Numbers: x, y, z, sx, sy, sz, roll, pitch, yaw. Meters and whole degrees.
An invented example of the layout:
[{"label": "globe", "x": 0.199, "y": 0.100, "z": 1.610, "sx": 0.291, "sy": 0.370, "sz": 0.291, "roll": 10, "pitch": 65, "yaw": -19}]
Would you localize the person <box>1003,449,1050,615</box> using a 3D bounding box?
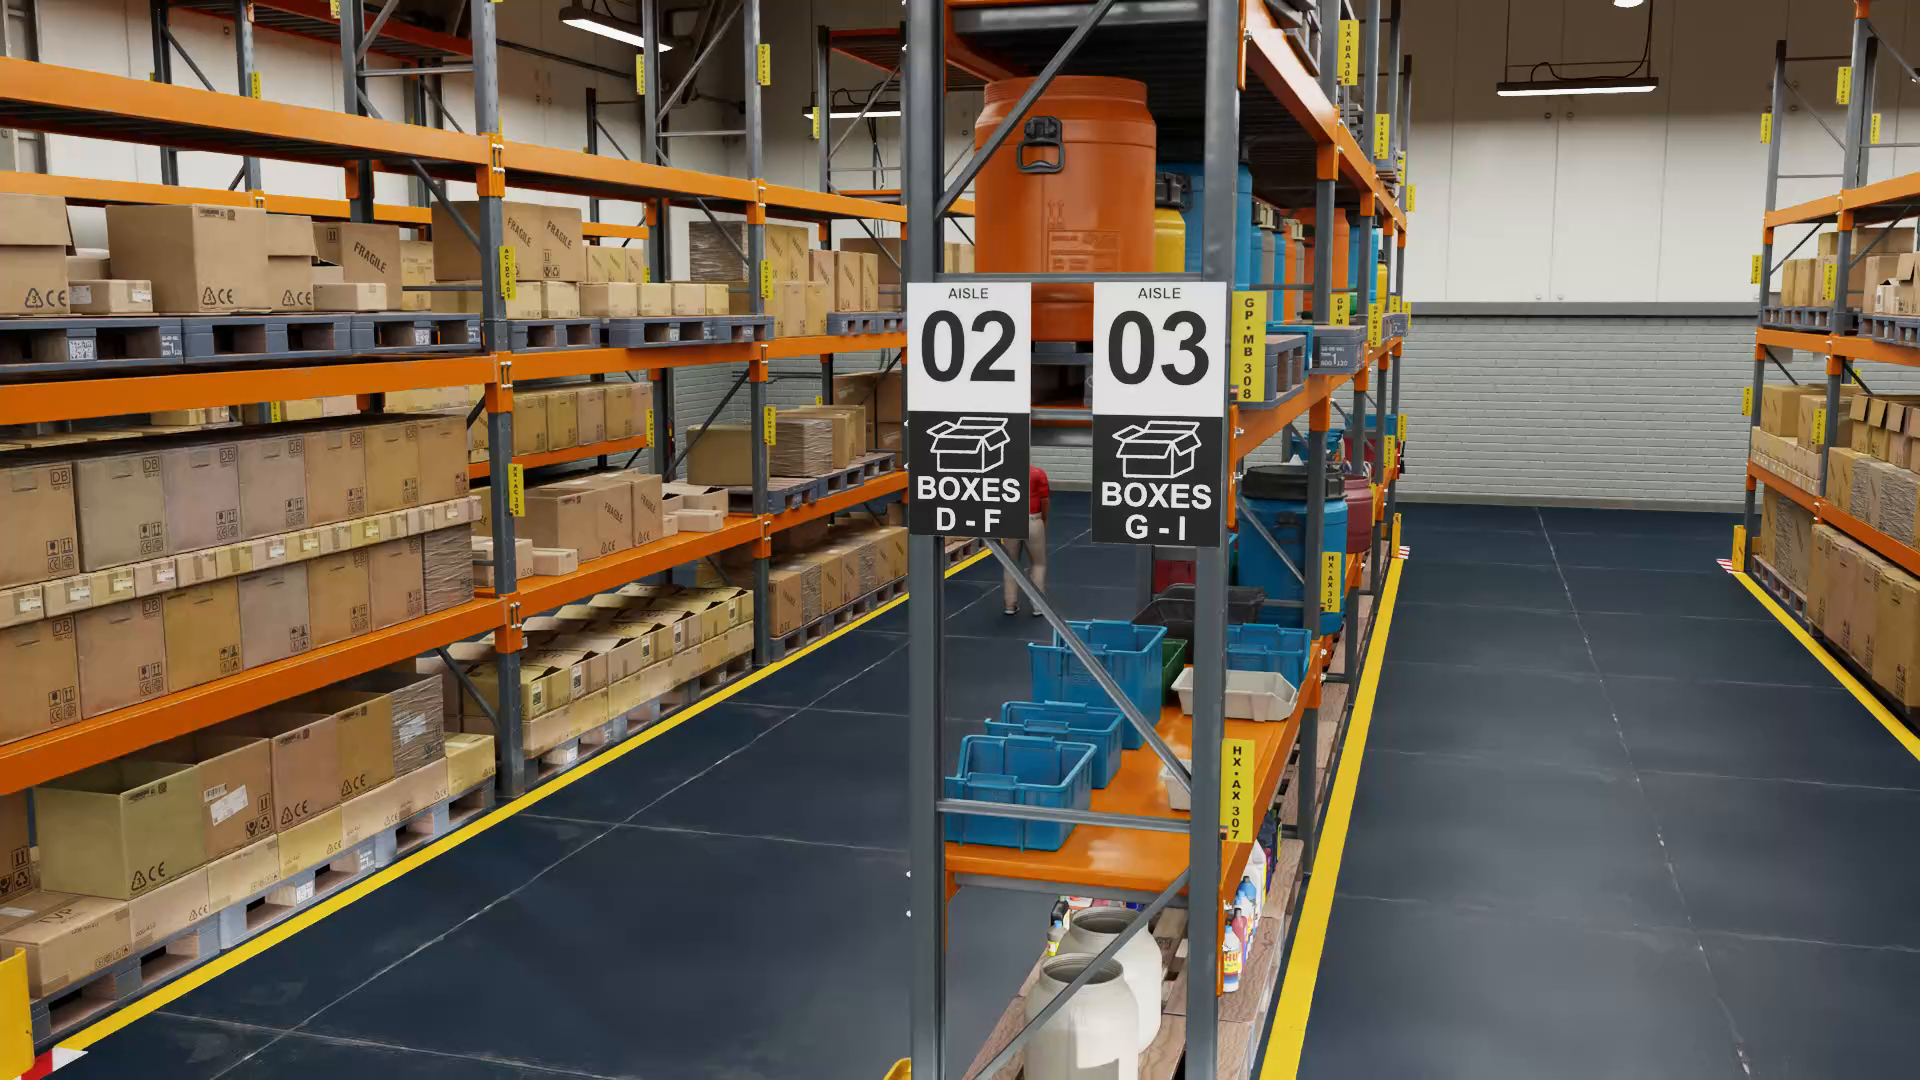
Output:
[{"label": "person", "x": 0.645, "y": -0.121, "z": 16.687, "sx": 0.539, "sy": 1.733, "sz": 0.431, "roll": 2, "pitch": 9, "yaw": 15}]
